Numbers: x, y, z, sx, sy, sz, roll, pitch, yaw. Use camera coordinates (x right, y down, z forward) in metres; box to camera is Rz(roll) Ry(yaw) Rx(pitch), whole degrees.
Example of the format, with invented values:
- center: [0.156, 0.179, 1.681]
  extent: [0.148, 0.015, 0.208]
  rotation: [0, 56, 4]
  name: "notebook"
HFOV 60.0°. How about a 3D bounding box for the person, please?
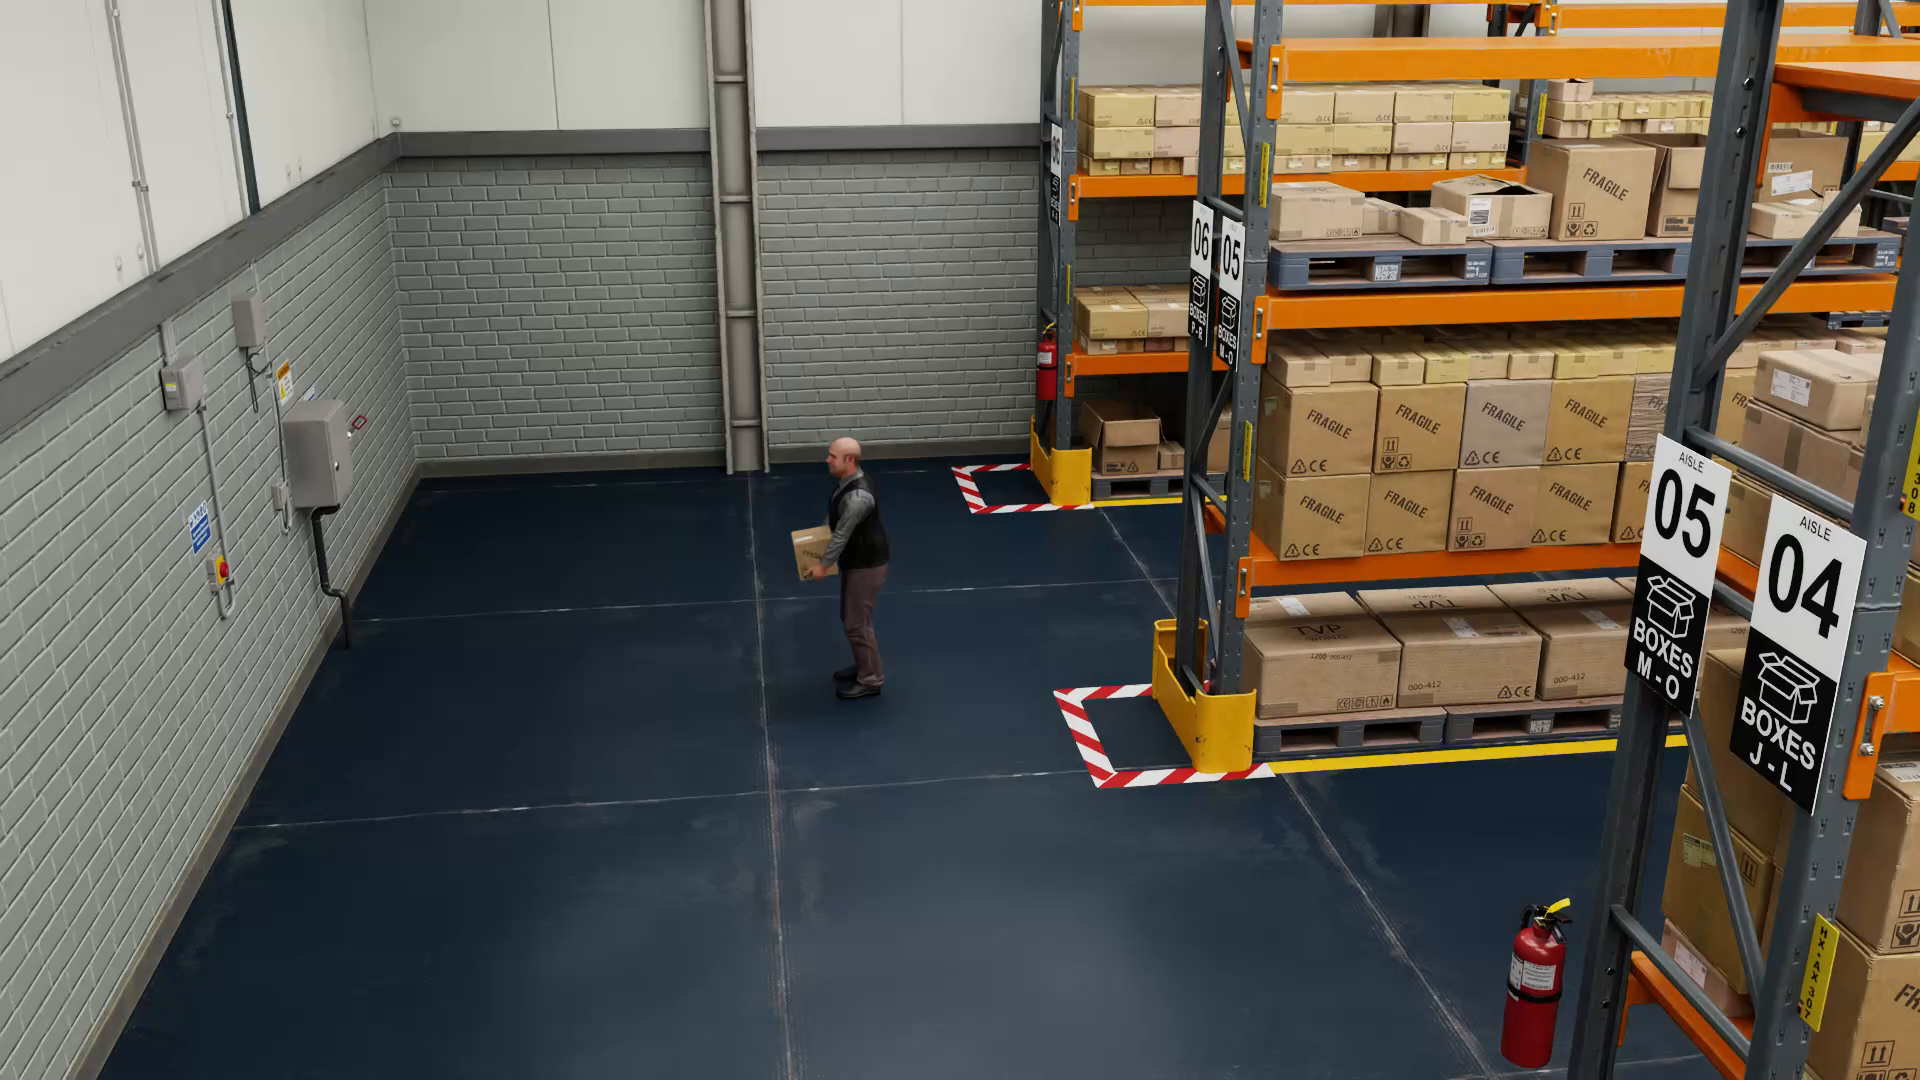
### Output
- center: [-0.728, 0.170, 10.657]
  extent: [0.568, 1.716, 0.491]
  rotation: [-3, 20, -9]
  name: "person"
